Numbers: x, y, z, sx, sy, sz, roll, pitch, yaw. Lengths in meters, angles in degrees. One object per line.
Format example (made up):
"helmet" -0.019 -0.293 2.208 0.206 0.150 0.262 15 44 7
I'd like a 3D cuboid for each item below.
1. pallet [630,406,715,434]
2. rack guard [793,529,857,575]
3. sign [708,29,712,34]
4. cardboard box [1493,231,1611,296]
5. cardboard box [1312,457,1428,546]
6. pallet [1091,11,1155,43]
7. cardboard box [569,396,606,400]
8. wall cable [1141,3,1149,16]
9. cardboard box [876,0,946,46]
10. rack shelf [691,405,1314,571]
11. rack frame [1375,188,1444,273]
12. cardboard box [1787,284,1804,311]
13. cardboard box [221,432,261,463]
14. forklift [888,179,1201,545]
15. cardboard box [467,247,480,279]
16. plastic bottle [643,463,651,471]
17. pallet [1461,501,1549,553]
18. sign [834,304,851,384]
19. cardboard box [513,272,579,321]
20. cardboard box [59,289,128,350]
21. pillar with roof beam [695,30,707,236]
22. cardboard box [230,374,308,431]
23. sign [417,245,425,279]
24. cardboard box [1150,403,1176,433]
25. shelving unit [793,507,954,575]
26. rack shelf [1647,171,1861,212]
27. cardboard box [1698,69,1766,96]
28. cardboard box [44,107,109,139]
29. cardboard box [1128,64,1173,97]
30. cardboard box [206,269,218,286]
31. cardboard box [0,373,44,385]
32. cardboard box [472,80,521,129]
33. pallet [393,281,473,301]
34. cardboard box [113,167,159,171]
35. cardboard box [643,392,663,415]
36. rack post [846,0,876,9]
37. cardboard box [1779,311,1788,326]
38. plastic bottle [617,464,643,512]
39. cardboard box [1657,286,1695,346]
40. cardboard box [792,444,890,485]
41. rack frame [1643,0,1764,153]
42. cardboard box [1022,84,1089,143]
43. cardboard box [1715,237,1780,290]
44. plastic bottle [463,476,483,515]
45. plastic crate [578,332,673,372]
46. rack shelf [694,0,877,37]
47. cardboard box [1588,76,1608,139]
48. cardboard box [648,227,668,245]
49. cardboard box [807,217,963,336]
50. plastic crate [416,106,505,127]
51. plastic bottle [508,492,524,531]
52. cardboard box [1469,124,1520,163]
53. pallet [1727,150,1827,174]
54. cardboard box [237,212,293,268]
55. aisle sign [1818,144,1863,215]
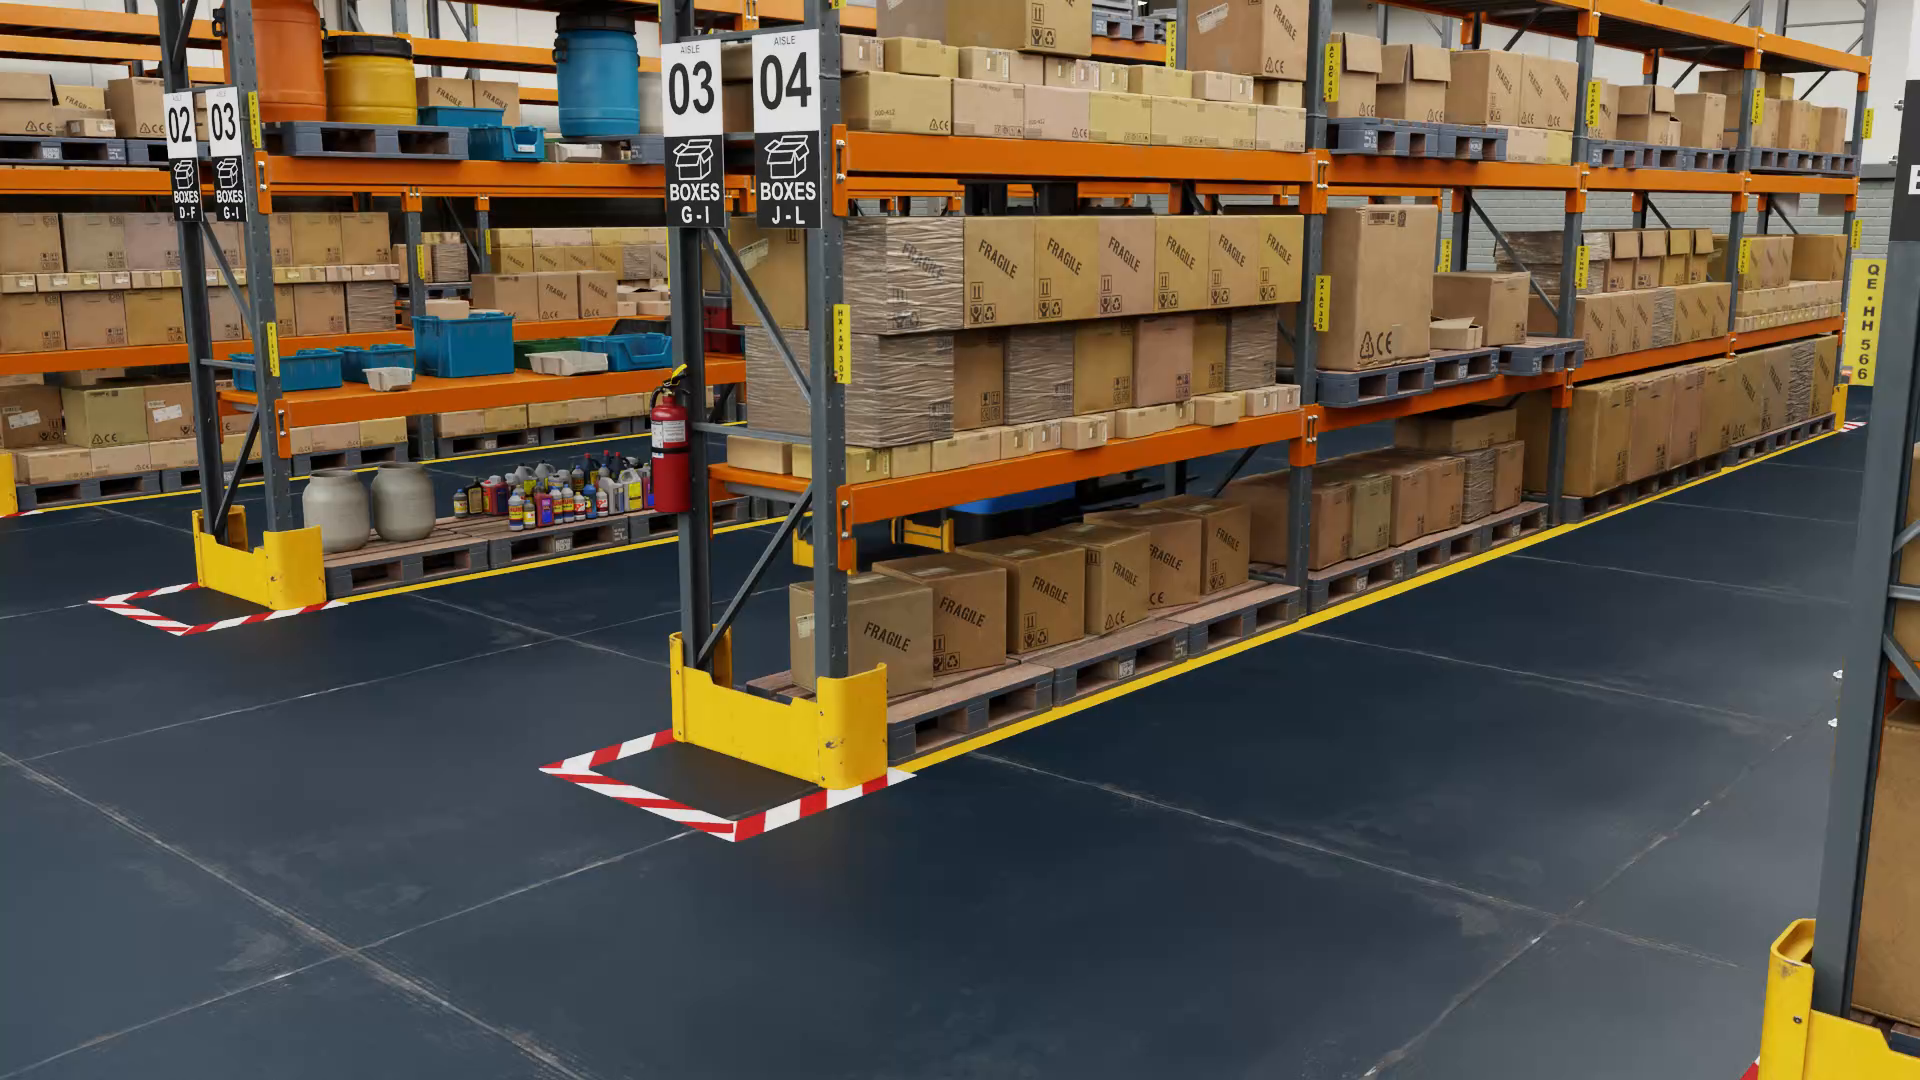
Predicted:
"pallet" -3.632 -1.439 19.379 1.003 0.211 1.213 10 15 40
"rack guard" -0.952 0.080 11.671 0.587 0.250 0.087 10 15 41
"sign" -3.727 -7.522 24.808 0.100 0.325 0.005 10 15 40
"cardboard box" 4.874 -2.288 13.691 0.797 0.503 0.637 10 15 42
"cardboard box" 2.858 -0.281 11.716 0.700 0.500 0.500 8 14 36
"pallet" 1.158 -5.037 16.459 1.213 0.211 1.003 10 15 40
"cardboard box" -4.226 -1.722 18.190 0.500 0.311 0.500 10 15 42
"wall cable" 4.532 -9.072 30.189 3.097 2.526 0.112 10 15 40
"cardboard box" -0.069 -2.636 8.302 0.500 0.500 0.500 10 15 40
"rack shelf" 0.418 -0.406 8.922 1.077 0.370 4.000 10 15 40
"rack frame" 5.939 -3.459 22.370 1.000 3.000 0.127 10 15 40
"cardboard box" 8.528 -2.559 17.486 0.500 0.250 0.500 10 15 40
"cardboard box" -6.828 -0.874 15.377 0.500 0.250 0.500 10 15 40
"forklift" 0.814 -1.596 13.220 1.130 2.935 3.031 10 15 41
"cardboard box" -6.669 -3.871 23.368 0.500 0.500 0.500 10 15 41
"plastic bottle" -2.589 -0.532 13.736 0.097 0.201 0.097 0 11 0
"pallet" 3.862 -0.159 12.970 1.003 0.211 1.213 10 15 40
"sign" -0.494 -0.819 6.942 0.100 0.325 0.005 10 15 40
"cardboard box" -4.503 -2.645 18.042 0.500 0.500 0.500 10 15 40
"cardboard box" -7.680 -1.940 14.509 0.700 0.500 0.500 10 15 42
"pillar with roof beam" -1.097 -6.751 23.538 9.100 9.000 0.400 10 15 40
"cardboard box" -6.508 -1.317 15.680 0.500 0.500 0.500 10 15 40
"sign" -5.282 -2.726 16.289 0.100 0.325 0.005 10 15 40
"cardboard box" 0.955 -0.683 9.112 0.380 0.149 0.250 10 15 40
"shelving unit" -0.616 -0.605 11.909 0.587 1.500 1.083 10 15 41
"rack shelf" 8.340 -3.642 17.468 1.077 0.370 4.000 10 15 40
"cardboard box" 7.645 -4.510 16.478 0.500 0.250 0.500 9 14 37
"cardboard box" -7.779 -3.621 14.479 0.500 0.250 0.500 10 15 40
"cardboard box" 0.875 -2.366 8.606 0.380 0.149 0.250 11 16 43
"cardboard box" -6.905 -2.369 15.002 0.380 0.149 0.250 10 15 41
"cardboard box" -10.642 -1.651 18.579 0.700 0.500 0.500 9 14 37
"cardboard box" -4.905 -4.478 17.210 0.500 0.500 0.500 -10 15 -42
"pallet" -7.174 -3.350 22.315 1.213 0.211 1.003 10 15 40
"cardboard box" -9.573 -4.397 19.105 0.500 0.500 0.500 10 15 42
"cardboard box" -3.561 -1.595 18.987 0.500 0.250 0.500 10 15 40
"rack post" -0.747 -5.034 14.430 1.013 1.000 3.121 10 15 40
"cardboard box" 8.320 -2.298 17.200 0.380 0.149 0.250 10 15 41
"plastic bottle" -2.530 -0.402 12.707 0.144 0.351 0.185 10 15 40
"cardboard box" 6.244 -2.025 14.937 0.500 0.500 0.500 10 15 40
"cardboard box" -0.535 -0.352 7.458 0.380 0.149 0.250 10 15 40
"rack frame" 7.020 -5.172 15.630 1.000 3.000 0.127 10 15 40
"cardboard box" 0.276 -2.048 8.033 0.500 0.250 0.500 10 15 40
"cardboard box" 7.859 -2.779 16.675 0.500 0.500 0.500 10 15 40
"plastic bottle" -3.676 -0.335 12.542 0.061 0.283 0.133 10 15 42
"plastic crate" -2.508 -1.422 12.554 0.499 0.251 0.616 10 15 40
"rack shelf" -0.662 -4.381 14.526 1.077 0.370 4.000 10 15 40
"cardboard box" 4.728 -3.468 13.422 0.797 0.503 0.637 11 16 44
"cardboard box" -4.604 -4.548 24.843 0.500 0.250 0.500 10 15 42
"cardboard box" -0.334 -1.195 7.470 0.500 0.500 0.500 10 15 40
"plastic crate" -3.590 -2.887 11.892 0.392 0.384 0.575 10 15 40
"plastic bottle" -3.191 -0.209 11.942 0.097 0.271 0.097 0 11 0
"cardboard box" 3.599 -2.789 11.741 0.500 0.250 0.500 10 15 42
"pallet" 8.373 -3.955 17.423 1.003 0.211 1.213 10 15 40
"cardboard box" -6.652 -2.805 15.531 0.700 0.500 0.500 10 15 40
"aisle sign" 9.933 -4.065 18.768 0.394 0.787 0.004 10 15 40
